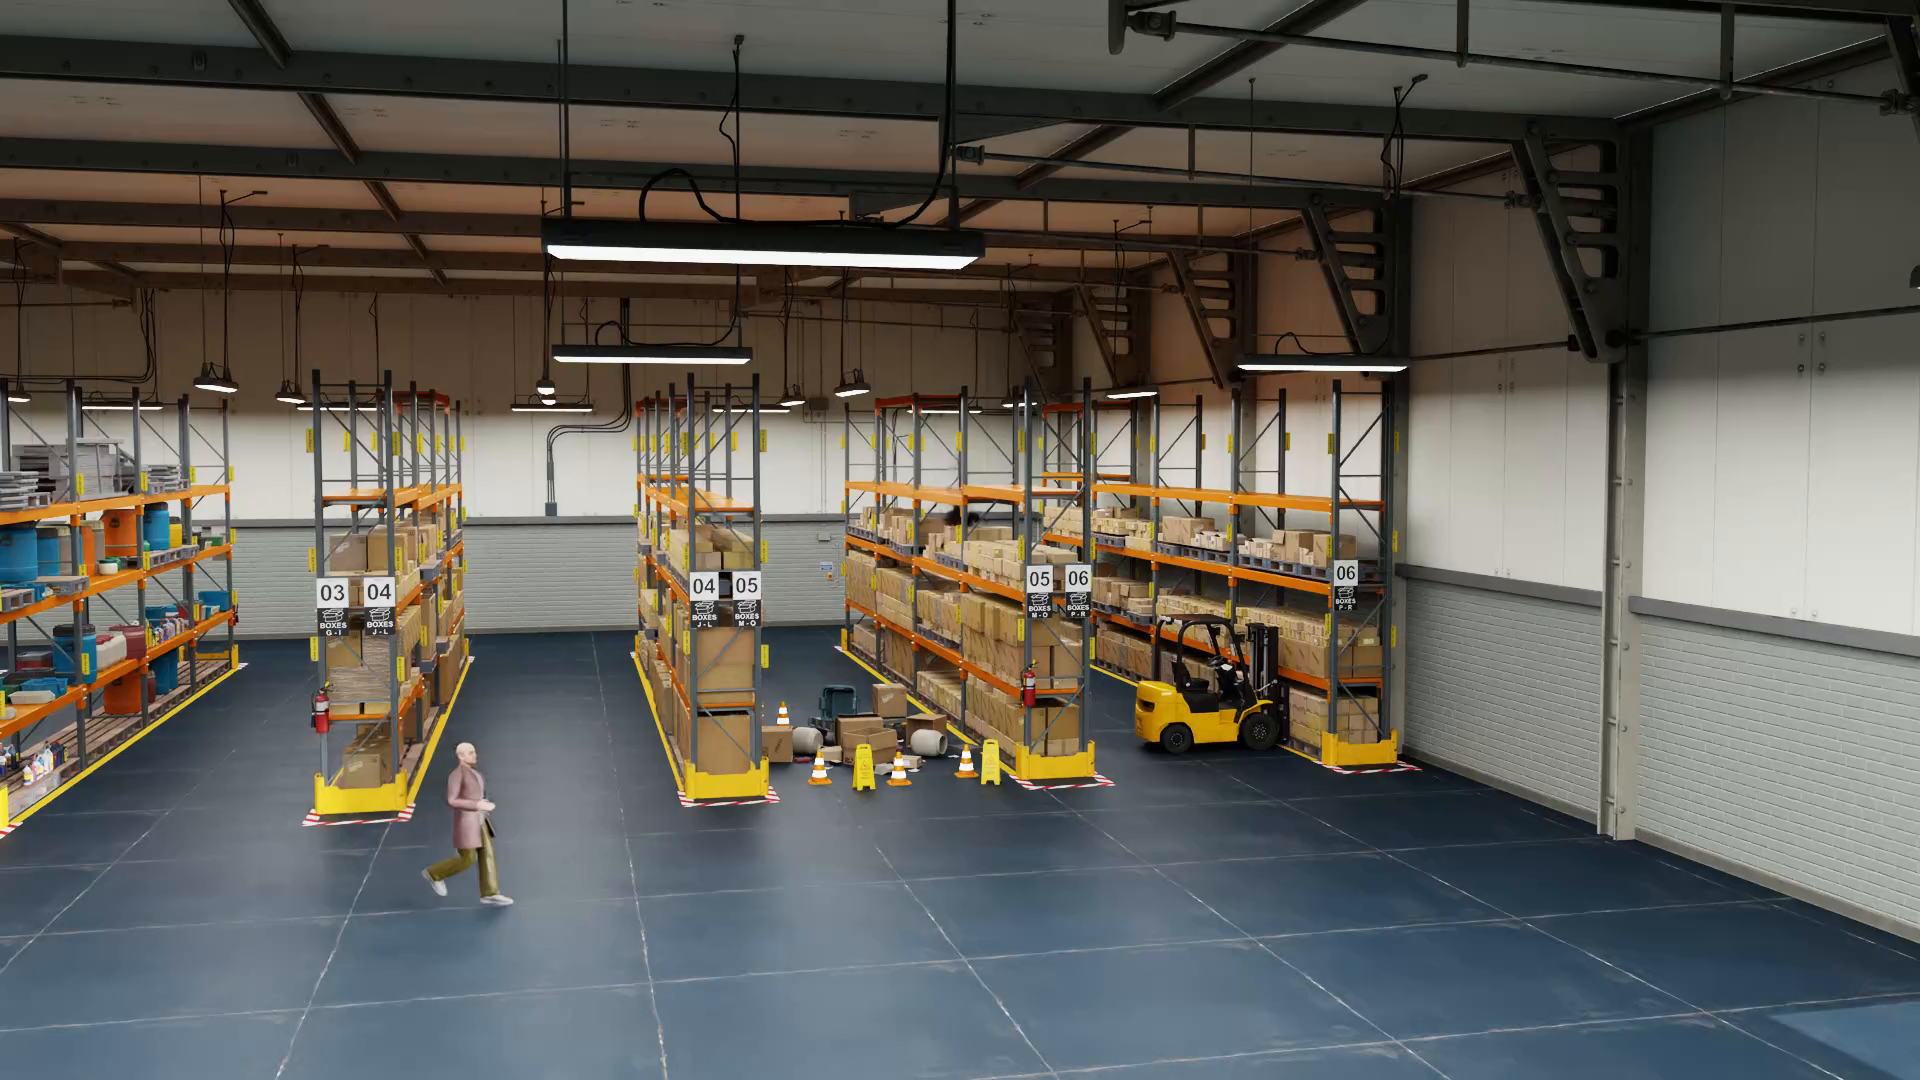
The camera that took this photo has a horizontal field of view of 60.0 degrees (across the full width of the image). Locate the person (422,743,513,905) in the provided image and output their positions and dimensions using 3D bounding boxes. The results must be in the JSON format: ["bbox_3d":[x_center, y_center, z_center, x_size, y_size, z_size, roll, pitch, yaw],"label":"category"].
[{"bbox_3d":[-5.322,3.067,17.994,1.008,1.762,0.709,1,3,10],"label":"person"}]
